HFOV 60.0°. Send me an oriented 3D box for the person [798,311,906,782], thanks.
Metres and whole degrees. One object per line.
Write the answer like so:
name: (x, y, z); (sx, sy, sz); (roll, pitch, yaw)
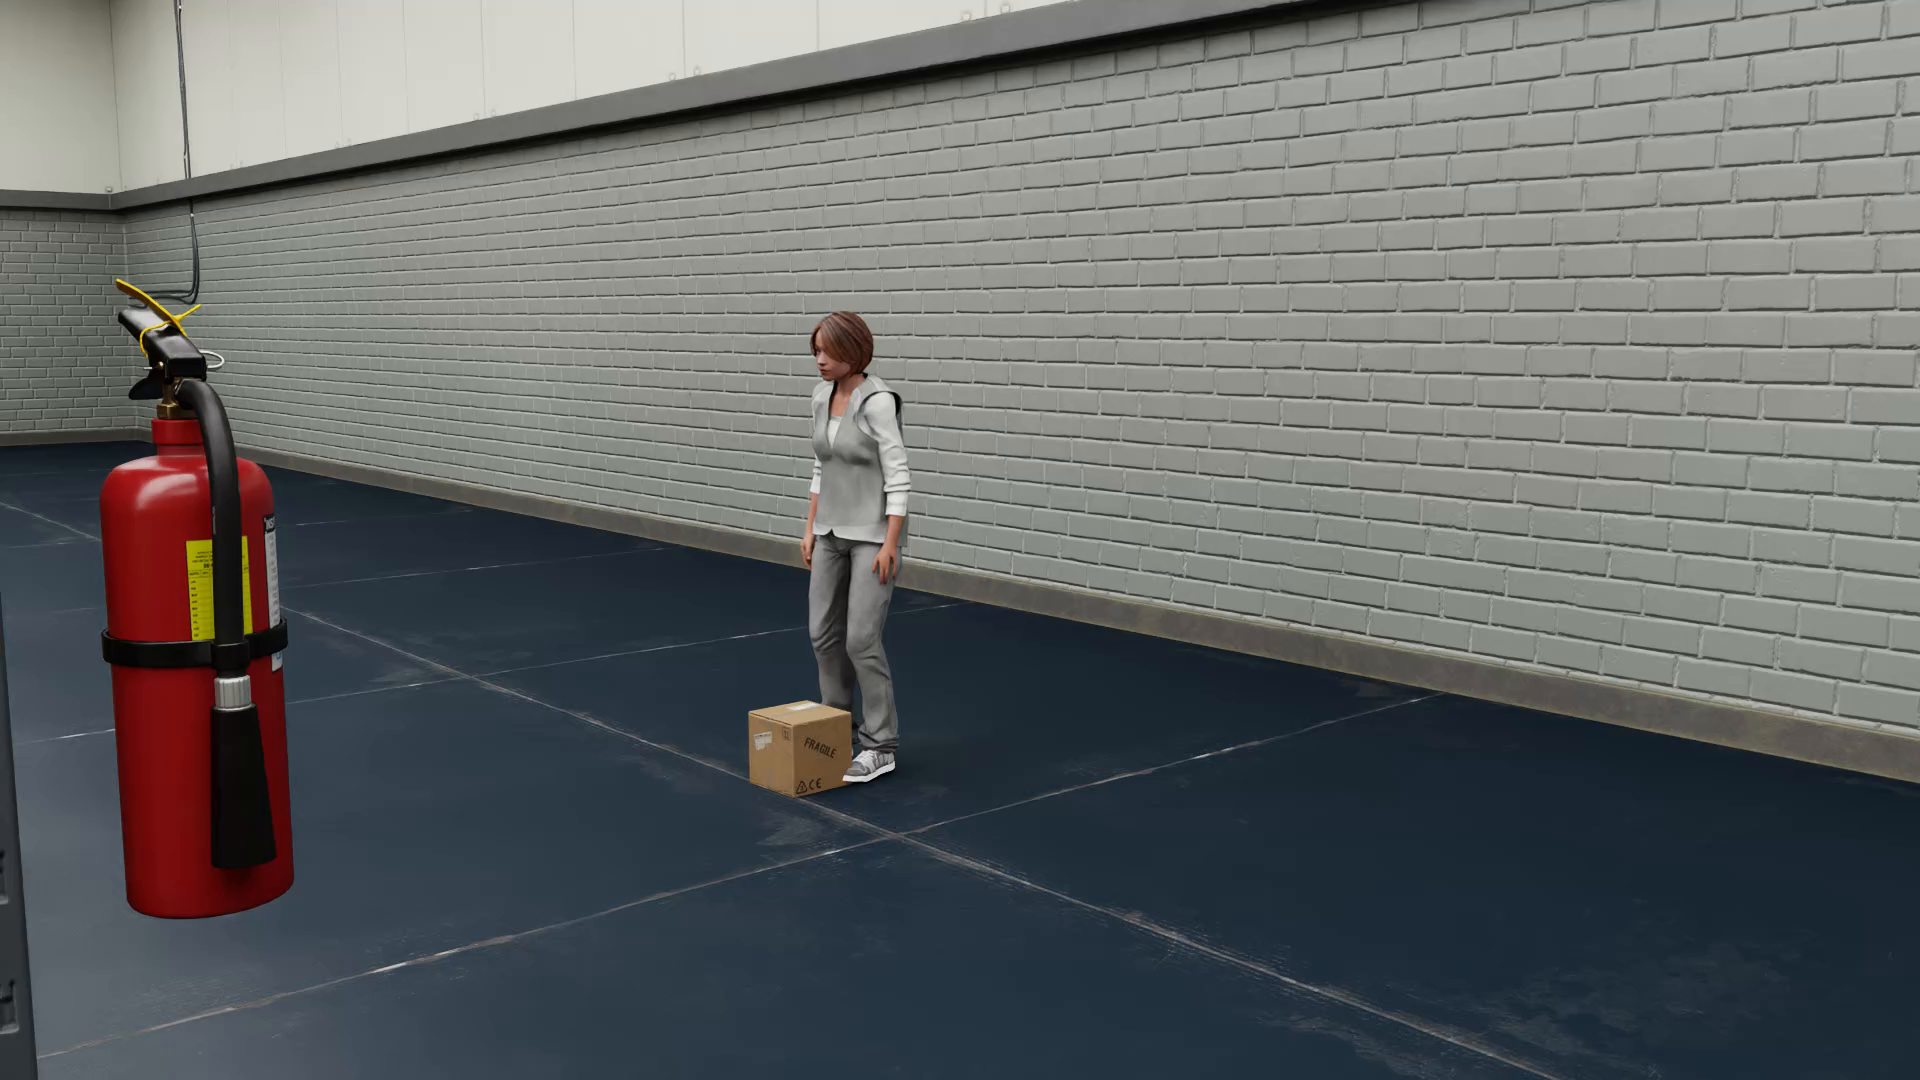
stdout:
person: (-0.373, 0.018, 5.704); (0.343, 1.593, 0.461); (-7, 10, -40)
